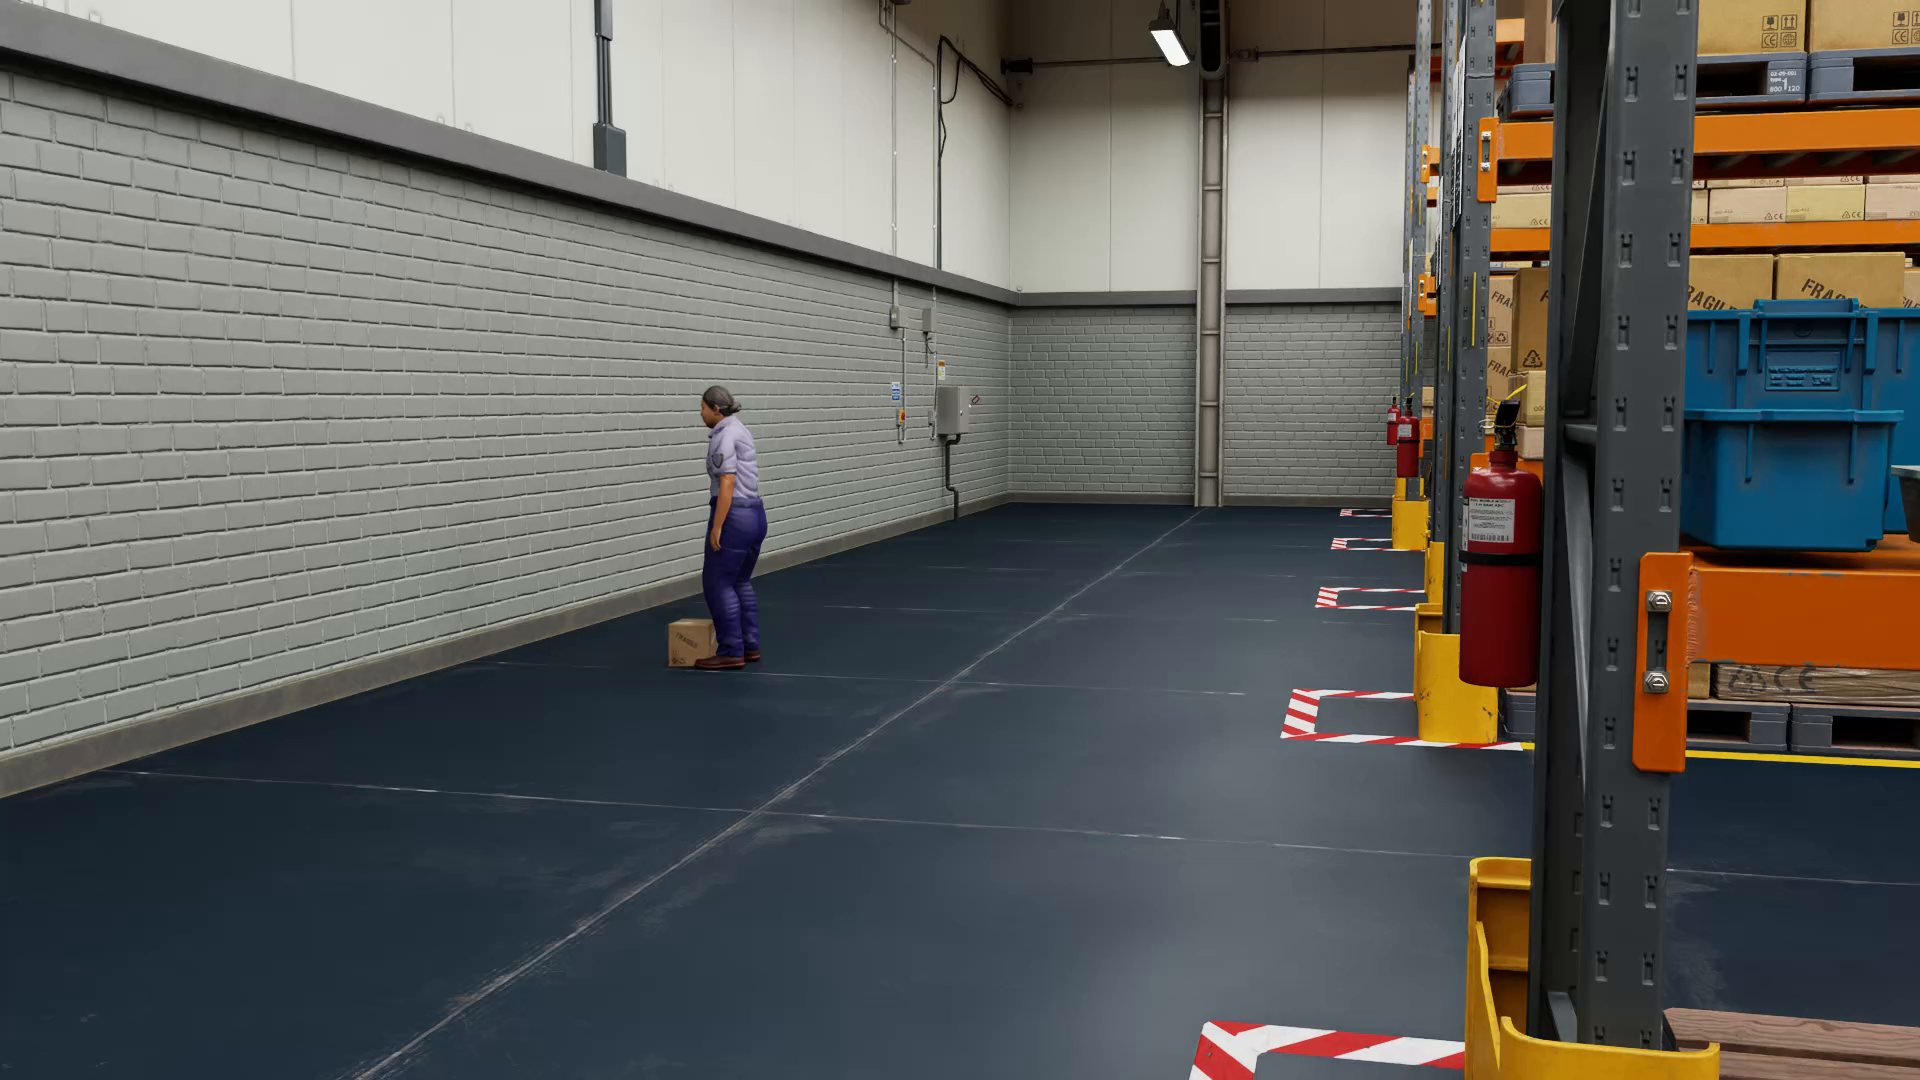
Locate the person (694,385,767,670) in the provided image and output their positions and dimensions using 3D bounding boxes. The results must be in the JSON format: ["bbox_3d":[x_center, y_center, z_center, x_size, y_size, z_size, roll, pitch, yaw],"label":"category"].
[{"bbox_3d":[-1.348,-0.082,9.783,0.363,1.650,0.548,1,5,11],"label":"person"}]
